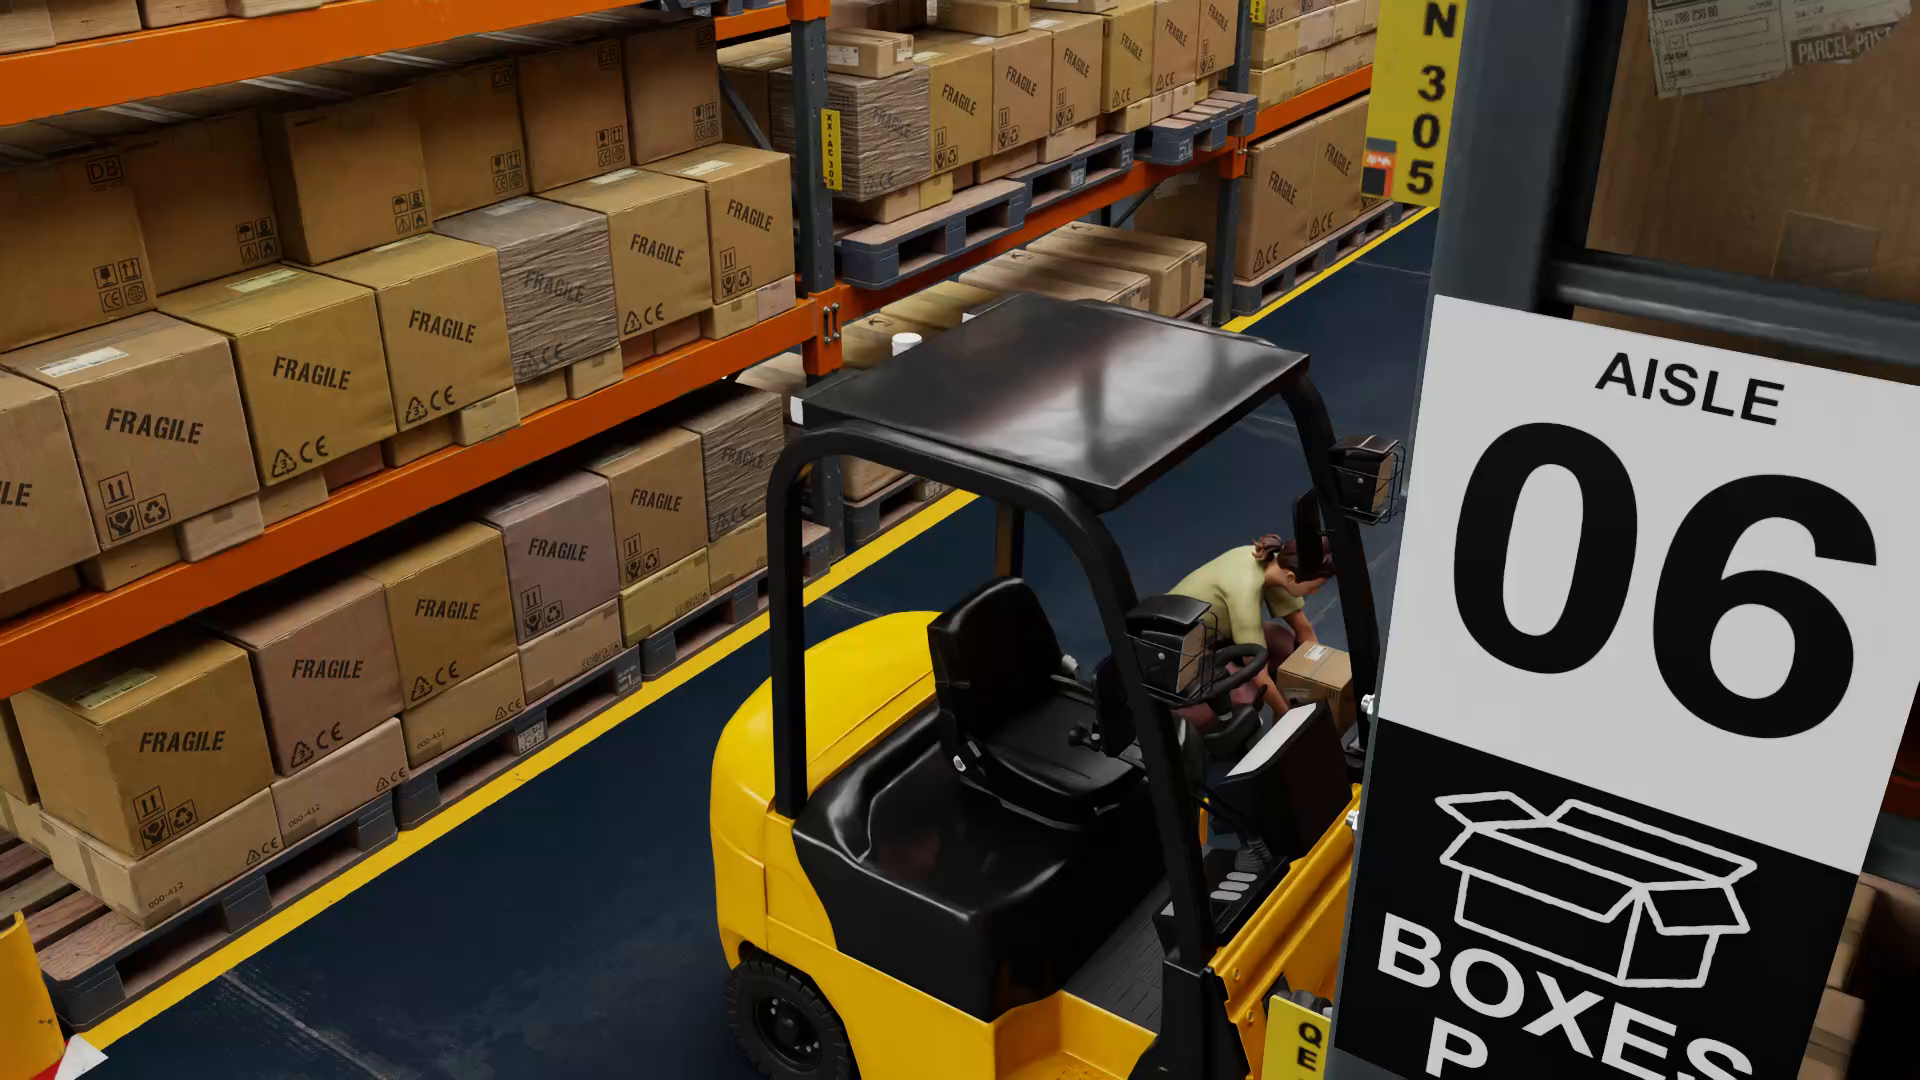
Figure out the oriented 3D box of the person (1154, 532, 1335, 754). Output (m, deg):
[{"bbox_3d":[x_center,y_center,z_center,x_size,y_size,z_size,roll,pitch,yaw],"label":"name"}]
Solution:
[{"bbox_3d":[1.062,0.360,6.239,0.795,0.933,0.478,17,32,30],"label":"person"}]
